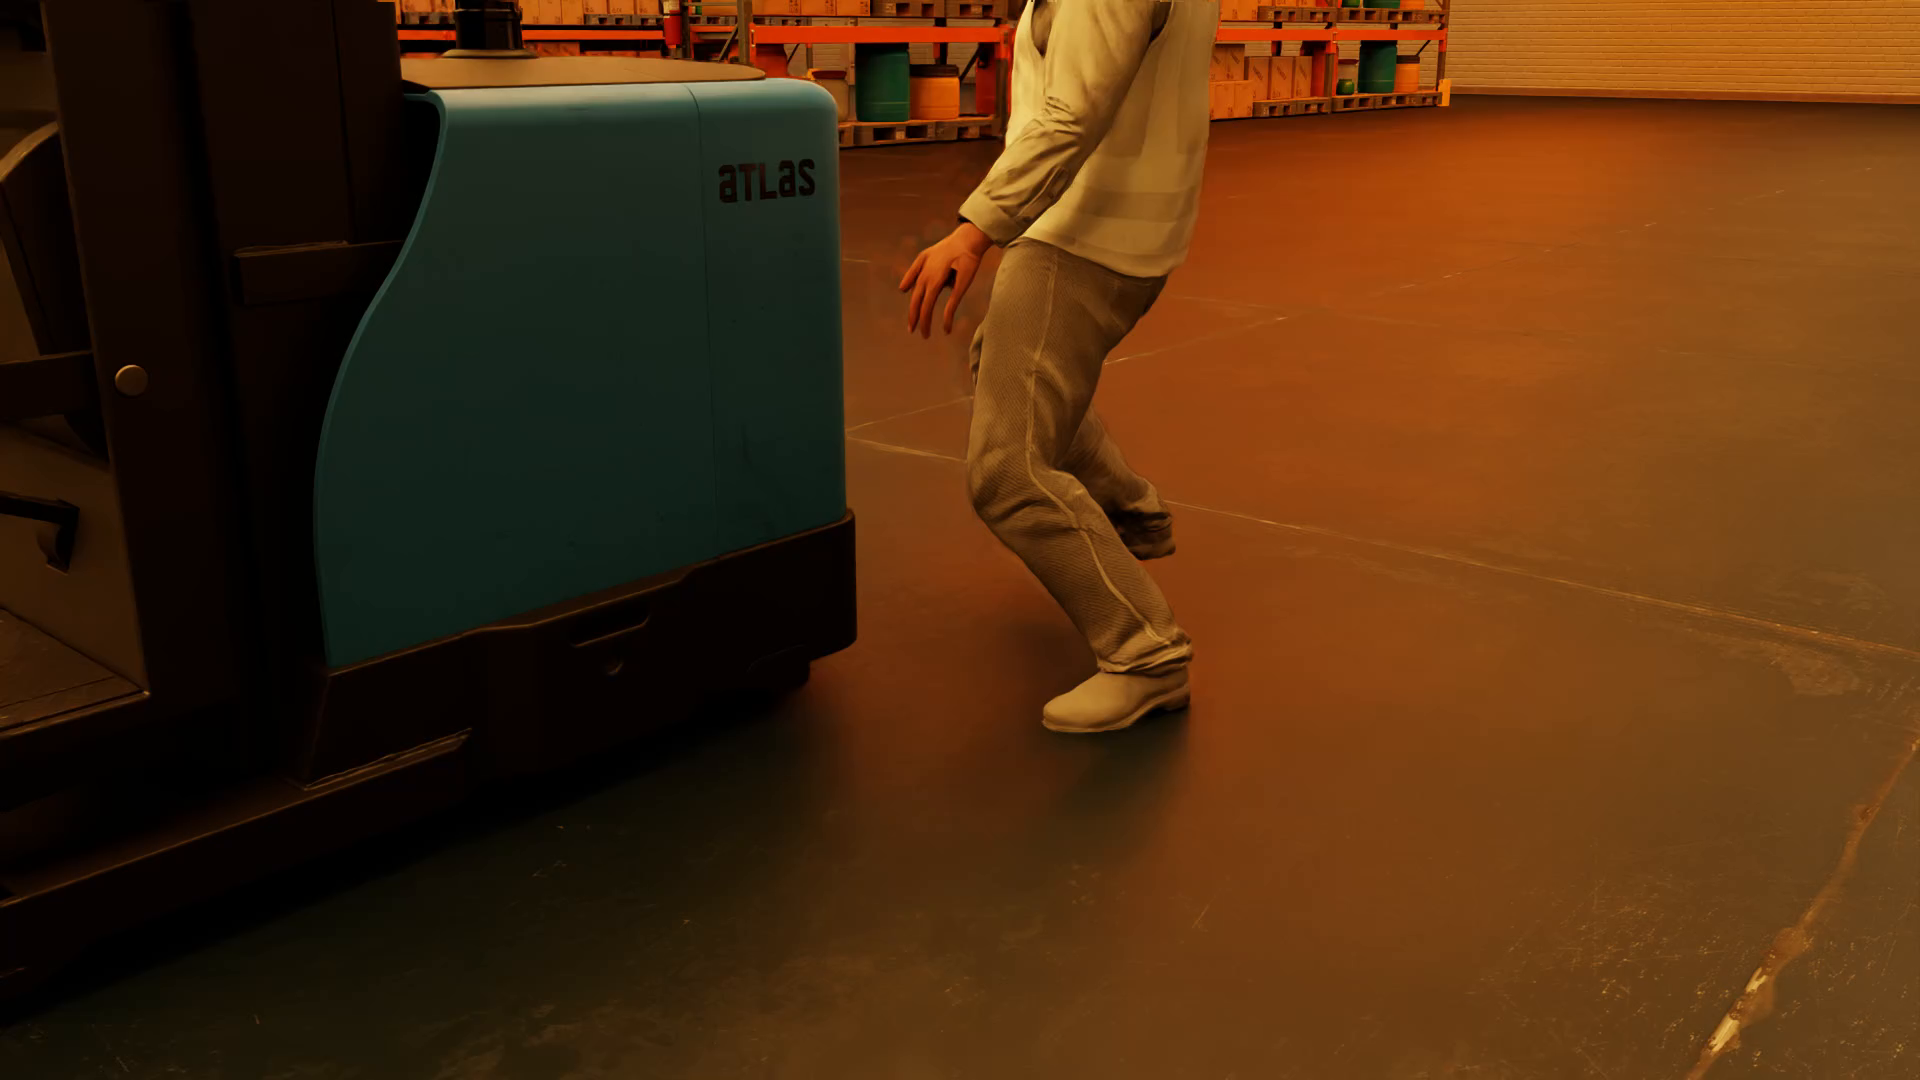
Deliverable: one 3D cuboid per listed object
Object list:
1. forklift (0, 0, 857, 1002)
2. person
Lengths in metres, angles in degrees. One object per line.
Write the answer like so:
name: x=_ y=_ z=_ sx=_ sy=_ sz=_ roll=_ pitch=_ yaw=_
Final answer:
forklift: x=-1.545 y=-0.927 z=1.949 sx=1.130 sy=2.935 sz=3.031 roll=14 pitch=22 yaw=39
person: x=0.207 y=-0.576 z=3.021 sx=0.594 sy=1.667 sz=0.916 roll=6 pitch=18 yaw=20
